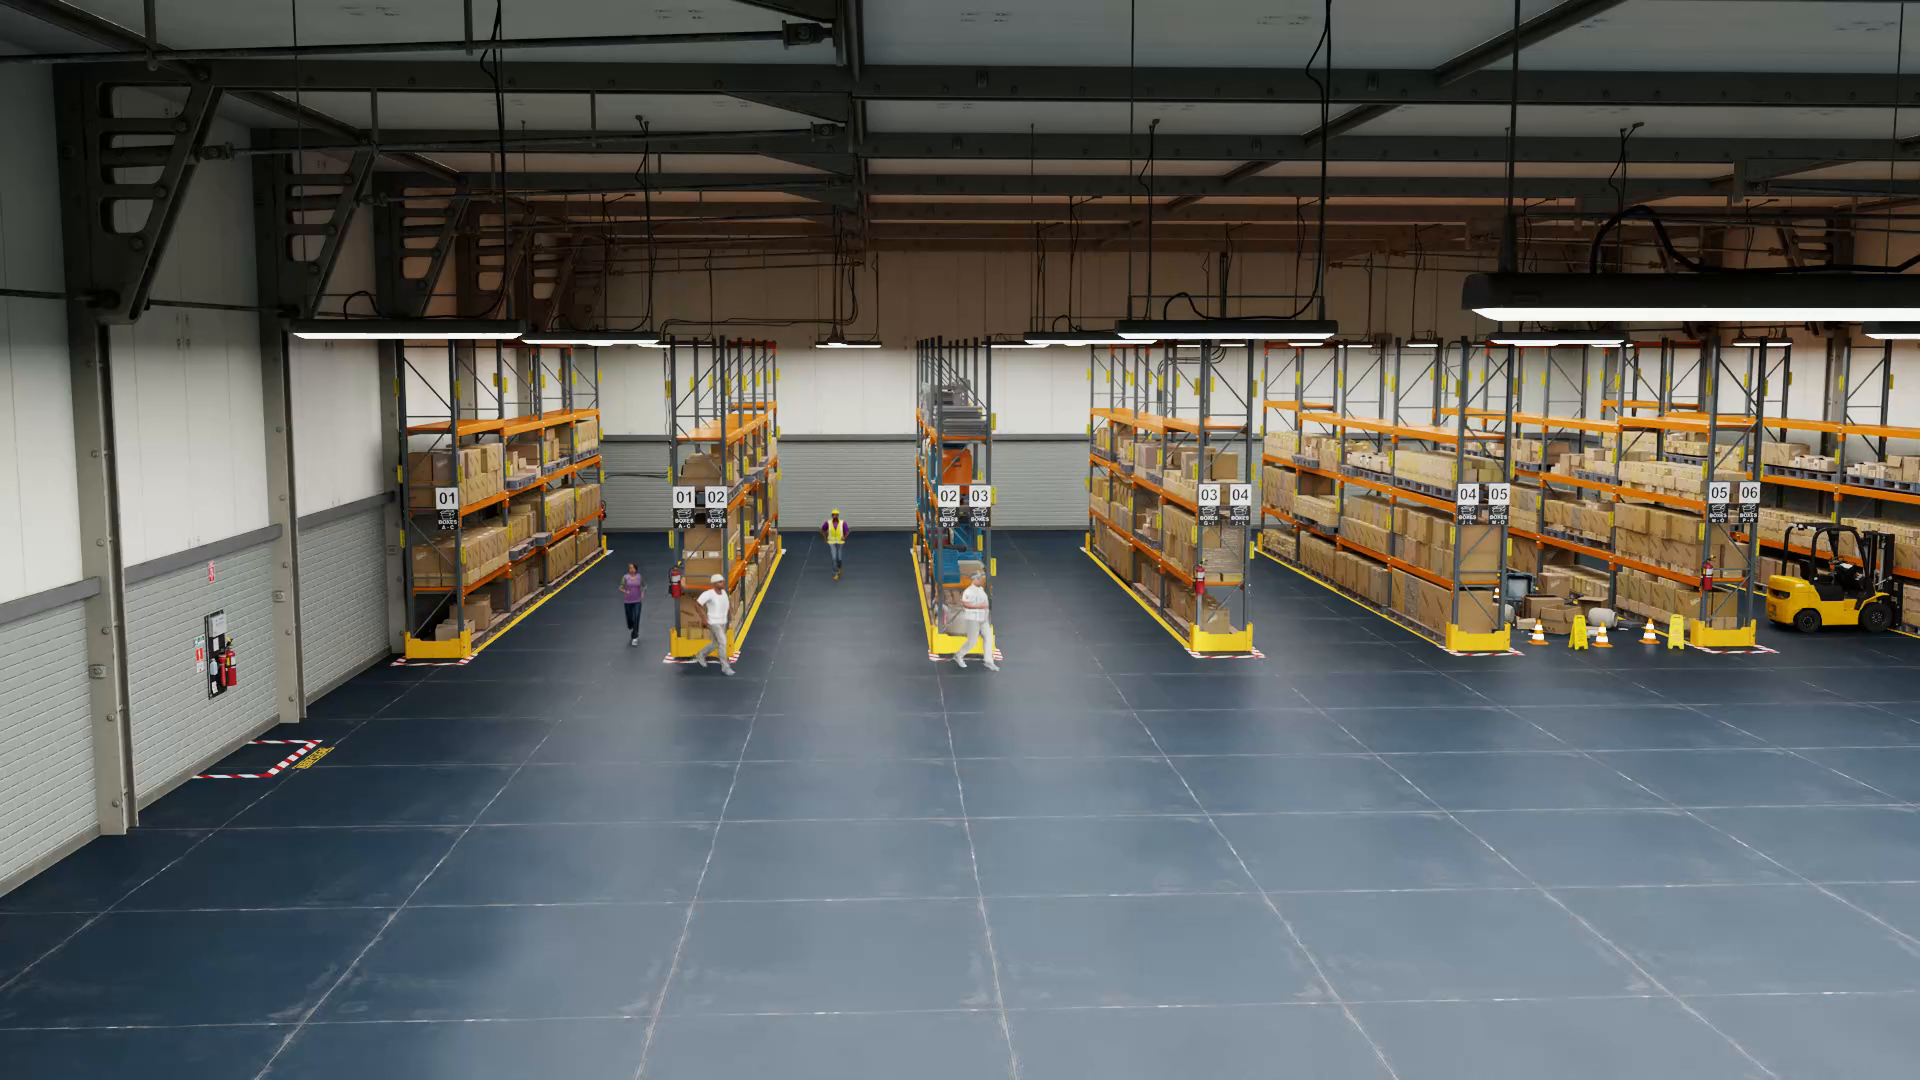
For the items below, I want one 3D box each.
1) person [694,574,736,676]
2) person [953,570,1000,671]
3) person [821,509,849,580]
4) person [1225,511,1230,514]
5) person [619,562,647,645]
[{"bbox_3d":[-4.348,1.486,29.648,0.943,1.772,0.719,3,7,26],"label":"person"},{"bbox_3d":[0.291,1.443,29.892,0.869,1.806,0.666,5,8,35],"label":"person"},{"bbox_3d":[-3.142,0.097,41.904,0.705,1.756,0.780,-1,7,-7],"label":"person"},{"bbox_3d":[7.316,-0.529,47.473,0.920,1.724,0.723,2,7,13],"label":"person"},{"bbox_3d":[-6.394,1.224,32.532,0.541,1.571,0.867,-1,7,-10],"label":"person"}]
